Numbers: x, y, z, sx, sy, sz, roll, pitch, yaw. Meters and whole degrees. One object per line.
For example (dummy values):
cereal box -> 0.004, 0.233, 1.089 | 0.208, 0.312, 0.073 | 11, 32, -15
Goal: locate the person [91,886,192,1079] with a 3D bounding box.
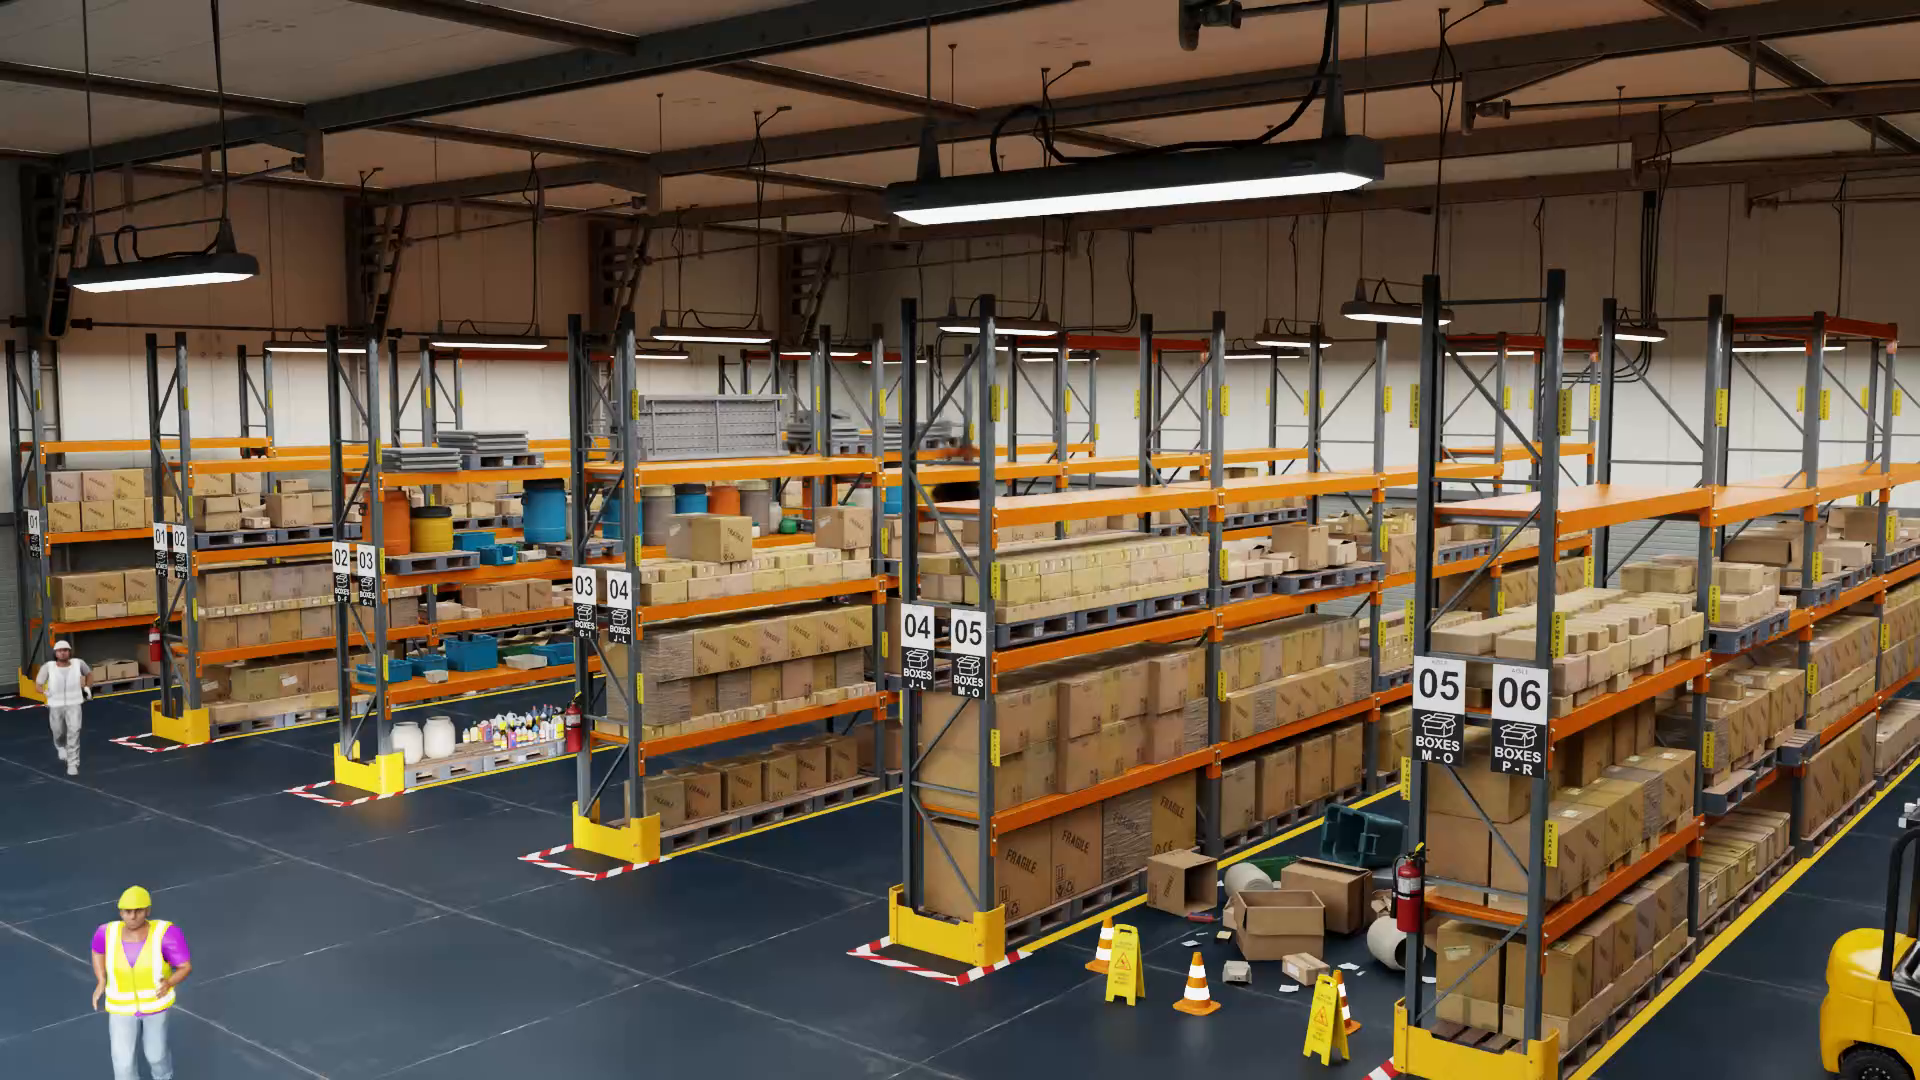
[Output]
person -> -5.676, 3.249, 11.552 | 0.643, 1.780, 0.972 | -2, 6, -21

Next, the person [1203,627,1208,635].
person -> 3.361, 2.001, 22.530 | 0.646, 1.803, 0.783 | 3, 6, 29

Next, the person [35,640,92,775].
person -> -12.112, 2.237, 22.507 | 0.695, 1.770, 1.004 | -3, 6, -29
